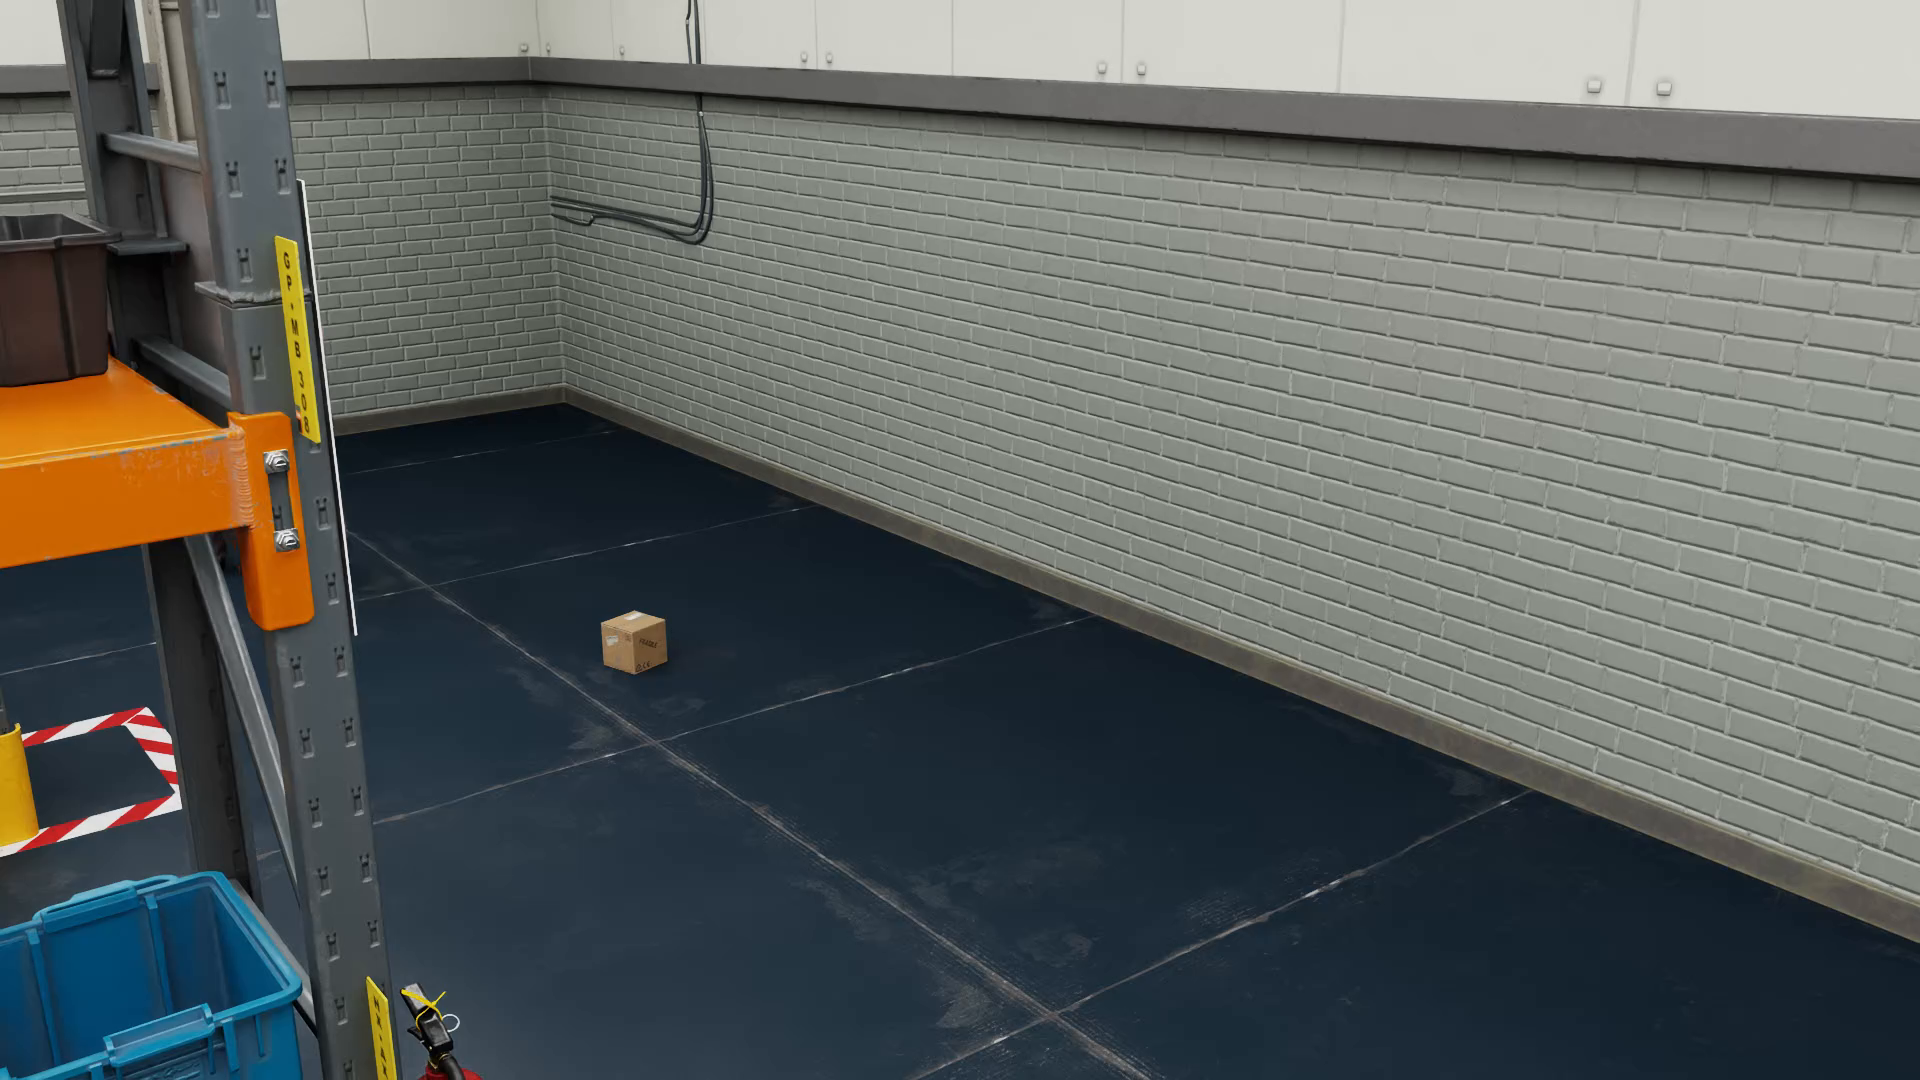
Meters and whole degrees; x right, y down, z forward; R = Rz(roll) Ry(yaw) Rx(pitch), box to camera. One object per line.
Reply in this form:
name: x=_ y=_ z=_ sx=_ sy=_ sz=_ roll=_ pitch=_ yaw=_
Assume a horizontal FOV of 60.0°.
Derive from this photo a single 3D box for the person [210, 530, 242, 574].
person: x=-4.671 y=-0.577 z=10.418 sx=0.913 sy=1.688 sz=0.549 roll=7 pitch=19 yaw=22
